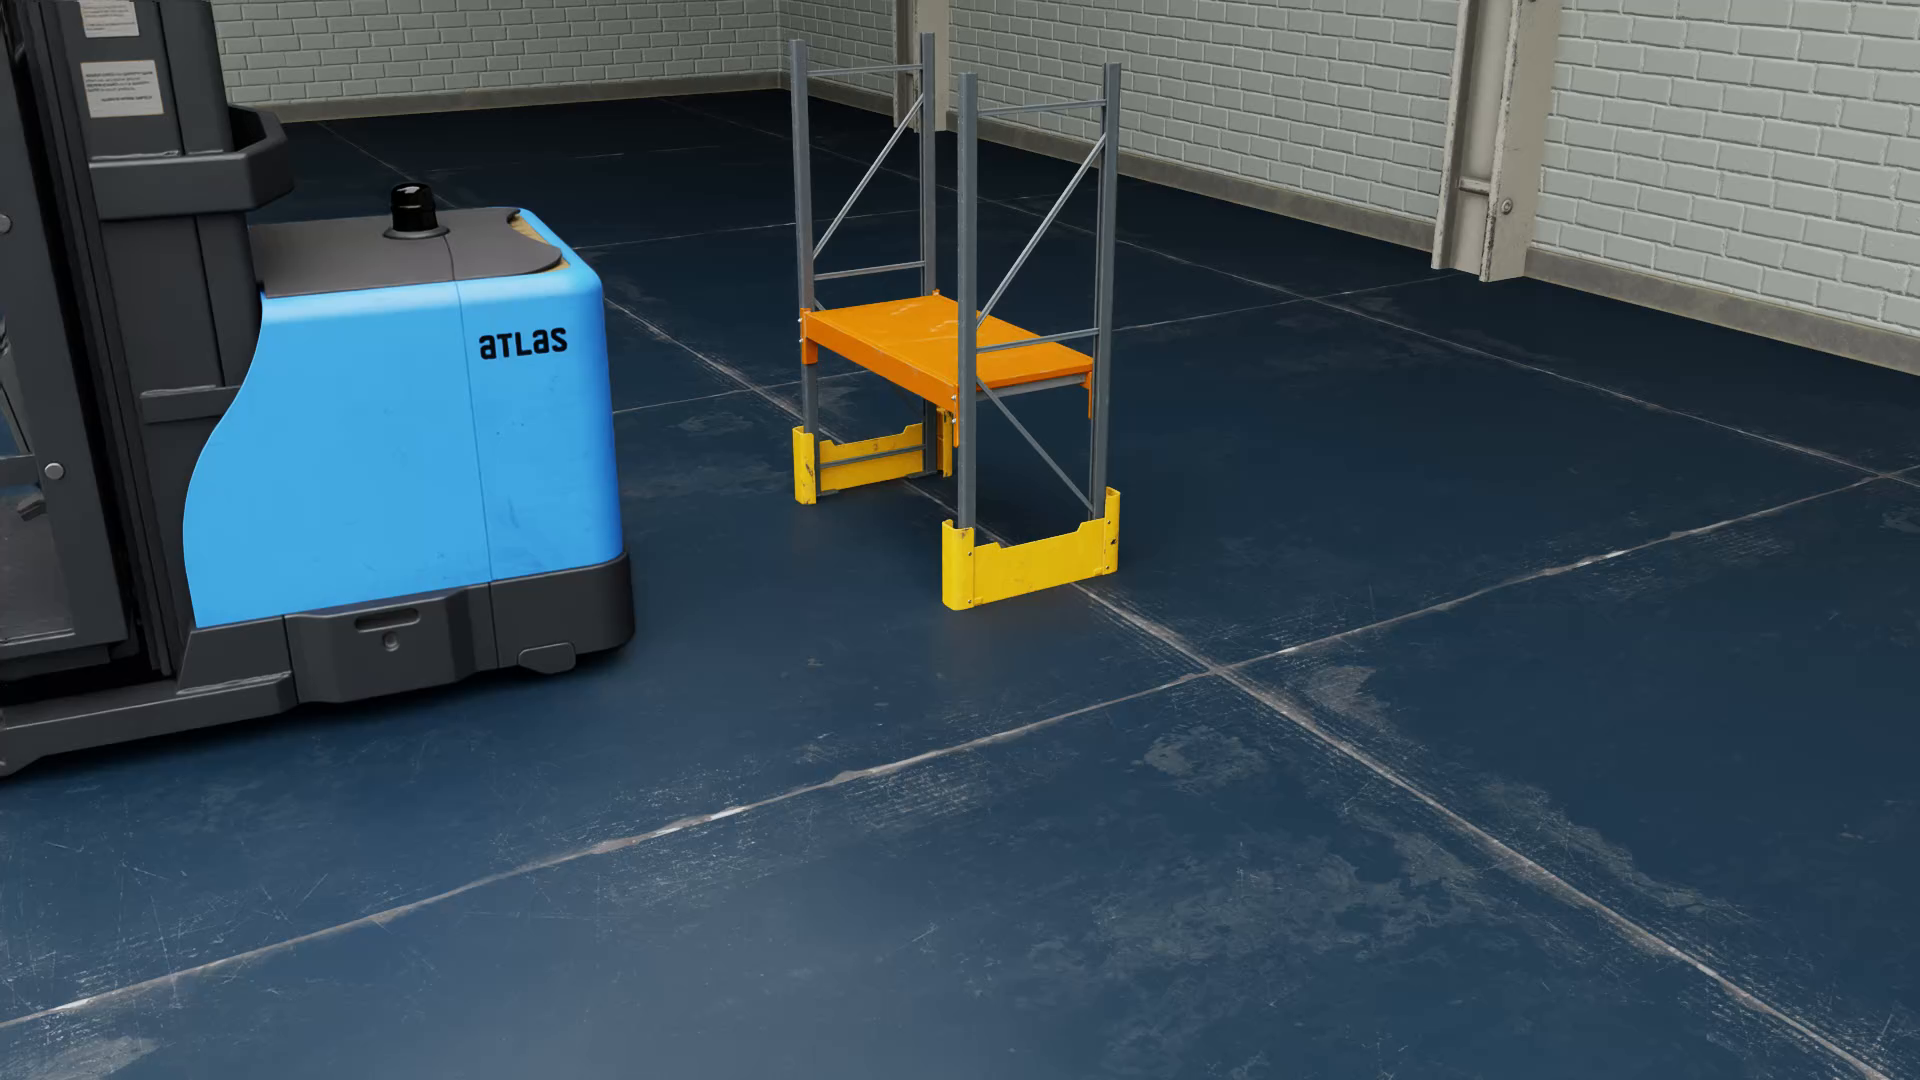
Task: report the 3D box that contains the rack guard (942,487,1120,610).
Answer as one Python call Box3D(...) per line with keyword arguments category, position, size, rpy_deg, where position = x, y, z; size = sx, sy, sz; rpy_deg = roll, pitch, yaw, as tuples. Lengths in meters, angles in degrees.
Box3D(category="rack guard", position=(0.215, 0.021, 4.928), size=(0.587, 0.250, 0.087), rpy_deg=(-13, 25, -28))

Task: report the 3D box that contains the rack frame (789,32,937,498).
Box3D(category="rack frame", position=(-0.303, -0.887, 5.502), size=(0.500, 1.500, 0.032), rpy_deg=(-13, 25, -28))

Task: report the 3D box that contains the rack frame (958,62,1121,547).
Box3D(category="rack frame", position=(0.216, -0.558, 4.692), size=(0.500, 1.500, 0.032), rpy_deg=(-13, 25, -28))

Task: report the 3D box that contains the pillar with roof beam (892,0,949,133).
Box3D(category="pillar with roof beam", position=(-4.016, -6.708, 9.865), size=(9.100, 9.000, 0.400), rpy_deg=(-13, 25, -28))

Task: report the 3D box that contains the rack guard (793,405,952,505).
Box3D(category="rack guard", position=(-0.293, -0.302, 5.722), size=(0.587, 0.250, 0.087), rpy_deg=(-13, 25, -28))

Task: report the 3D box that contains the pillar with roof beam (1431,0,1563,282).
Box3D(category="pillar with roof beam", position=(-0.951, -4.766, 5.086), size=(9.100, 9.000, 0.400), rpy_deg=(-13, 25, -28))

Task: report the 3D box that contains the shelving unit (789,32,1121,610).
Box3D(category="shelving unit", position=(-0.039, -0.719, 5.090), size=(0.587, 1.500, 1.083), rpy_deg=(-13, 25, -28))

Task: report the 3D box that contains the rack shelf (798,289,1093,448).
Box3D(category="rack shelf", position=(-0.044, -0.556, 5.165), size=(0.538, 0.185, 1.000), rpy_deg=(-13, 25, -28))

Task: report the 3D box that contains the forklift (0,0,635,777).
Box3D(category="forklift", position=(-2.442, -0.965, 3.793), size=(3.031, 2.935, 1.130), rpy_deg=(-9, 24, -22))
